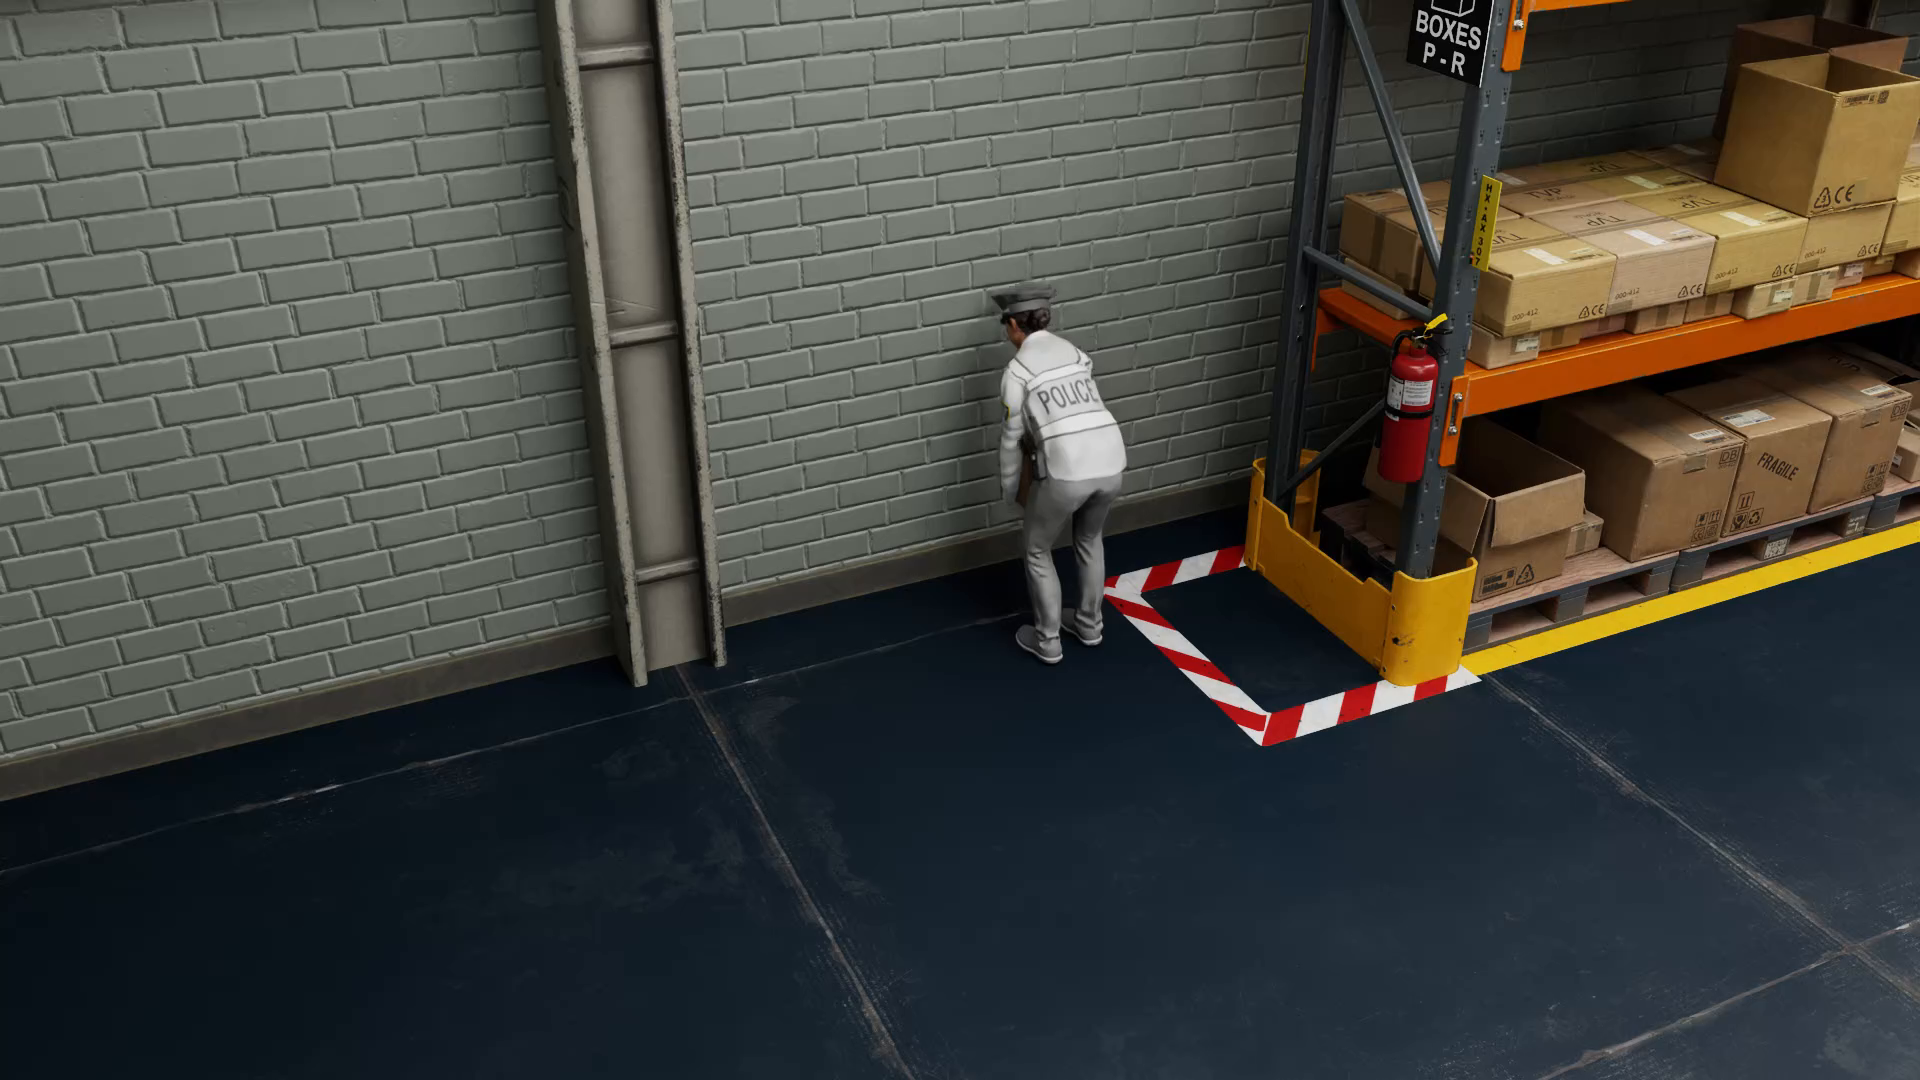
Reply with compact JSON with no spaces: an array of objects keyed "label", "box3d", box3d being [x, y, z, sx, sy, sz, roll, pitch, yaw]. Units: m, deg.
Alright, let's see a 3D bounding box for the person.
[{"label":"person","box3d":[0.368,-0.269,6.789,0.402,1.486,0.743,-14,32,-23]}]
